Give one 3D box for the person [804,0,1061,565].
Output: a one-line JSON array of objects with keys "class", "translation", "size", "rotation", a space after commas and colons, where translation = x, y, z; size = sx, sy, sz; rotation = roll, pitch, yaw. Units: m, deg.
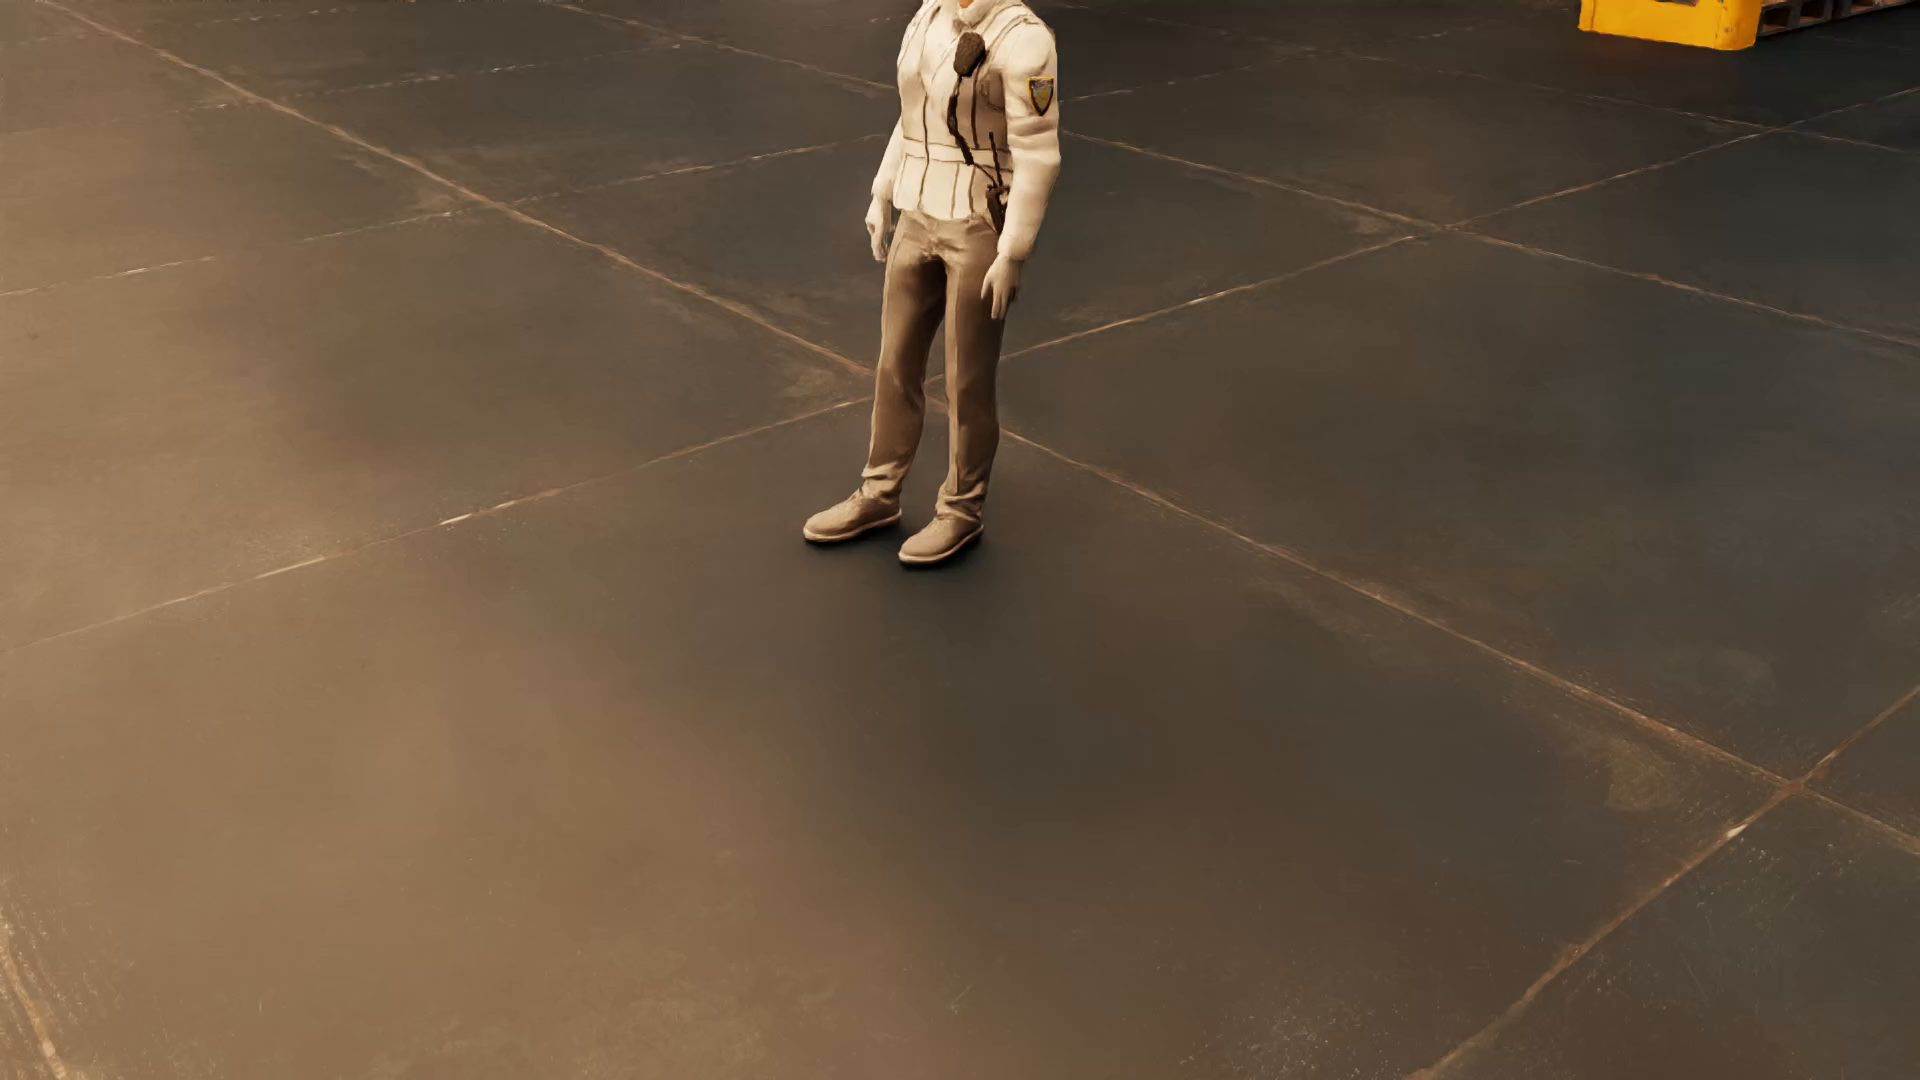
[{"class": "person", "translation": [-0.056, -0.749, 4.087], "size": [0.533, 1.695, 0.586], "rotation": [-20, 33, -35]}]
